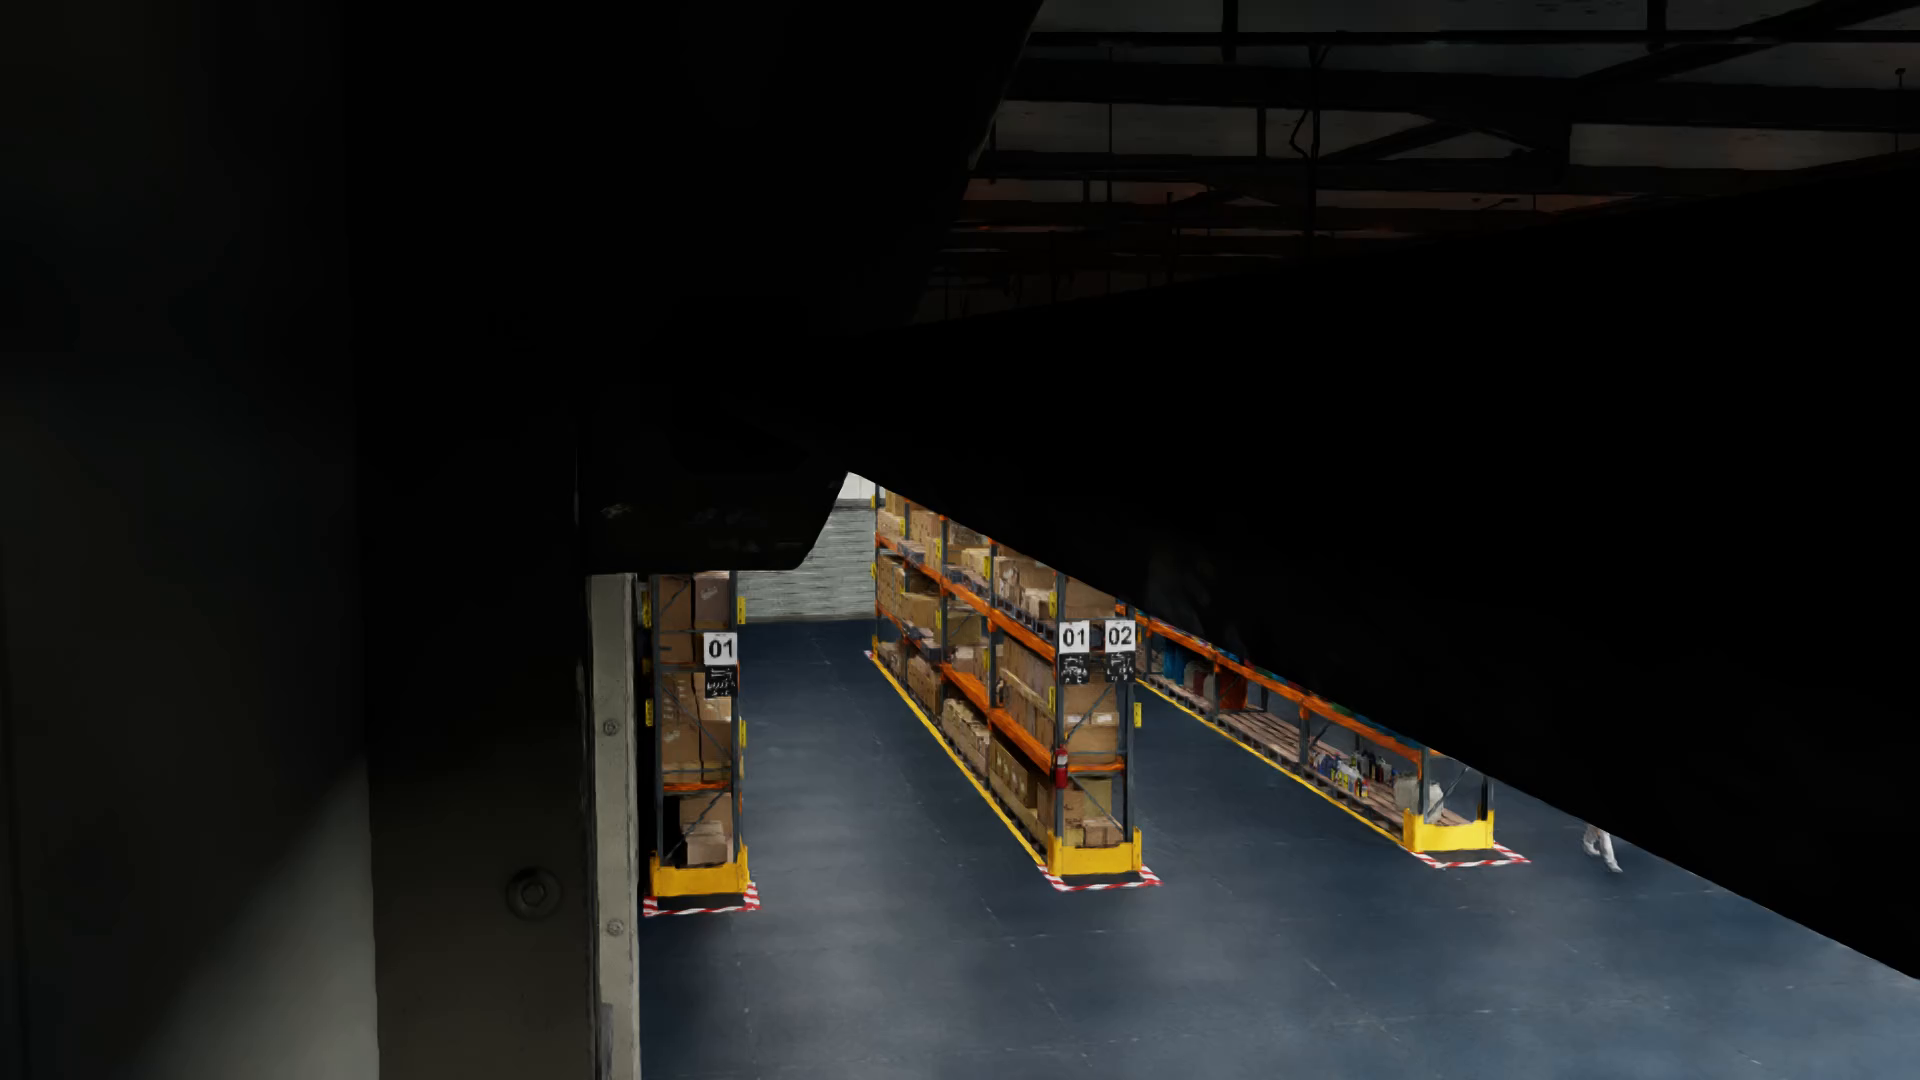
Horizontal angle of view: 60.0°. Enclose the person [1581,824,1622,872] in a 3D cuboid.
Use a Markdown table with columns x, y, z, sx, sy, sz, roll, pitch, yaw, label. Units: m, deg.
| x | y | z | sx | sy | sz | roll | pitch | yaw | label |
| --- | --- | --- | --- | --- | --- | --- | --- | --- | --- |
| 8.247 | 3.308 | 21.177 | 0.575 | 1.689 | 1.128 | -1 | 6 | -13 | person |
